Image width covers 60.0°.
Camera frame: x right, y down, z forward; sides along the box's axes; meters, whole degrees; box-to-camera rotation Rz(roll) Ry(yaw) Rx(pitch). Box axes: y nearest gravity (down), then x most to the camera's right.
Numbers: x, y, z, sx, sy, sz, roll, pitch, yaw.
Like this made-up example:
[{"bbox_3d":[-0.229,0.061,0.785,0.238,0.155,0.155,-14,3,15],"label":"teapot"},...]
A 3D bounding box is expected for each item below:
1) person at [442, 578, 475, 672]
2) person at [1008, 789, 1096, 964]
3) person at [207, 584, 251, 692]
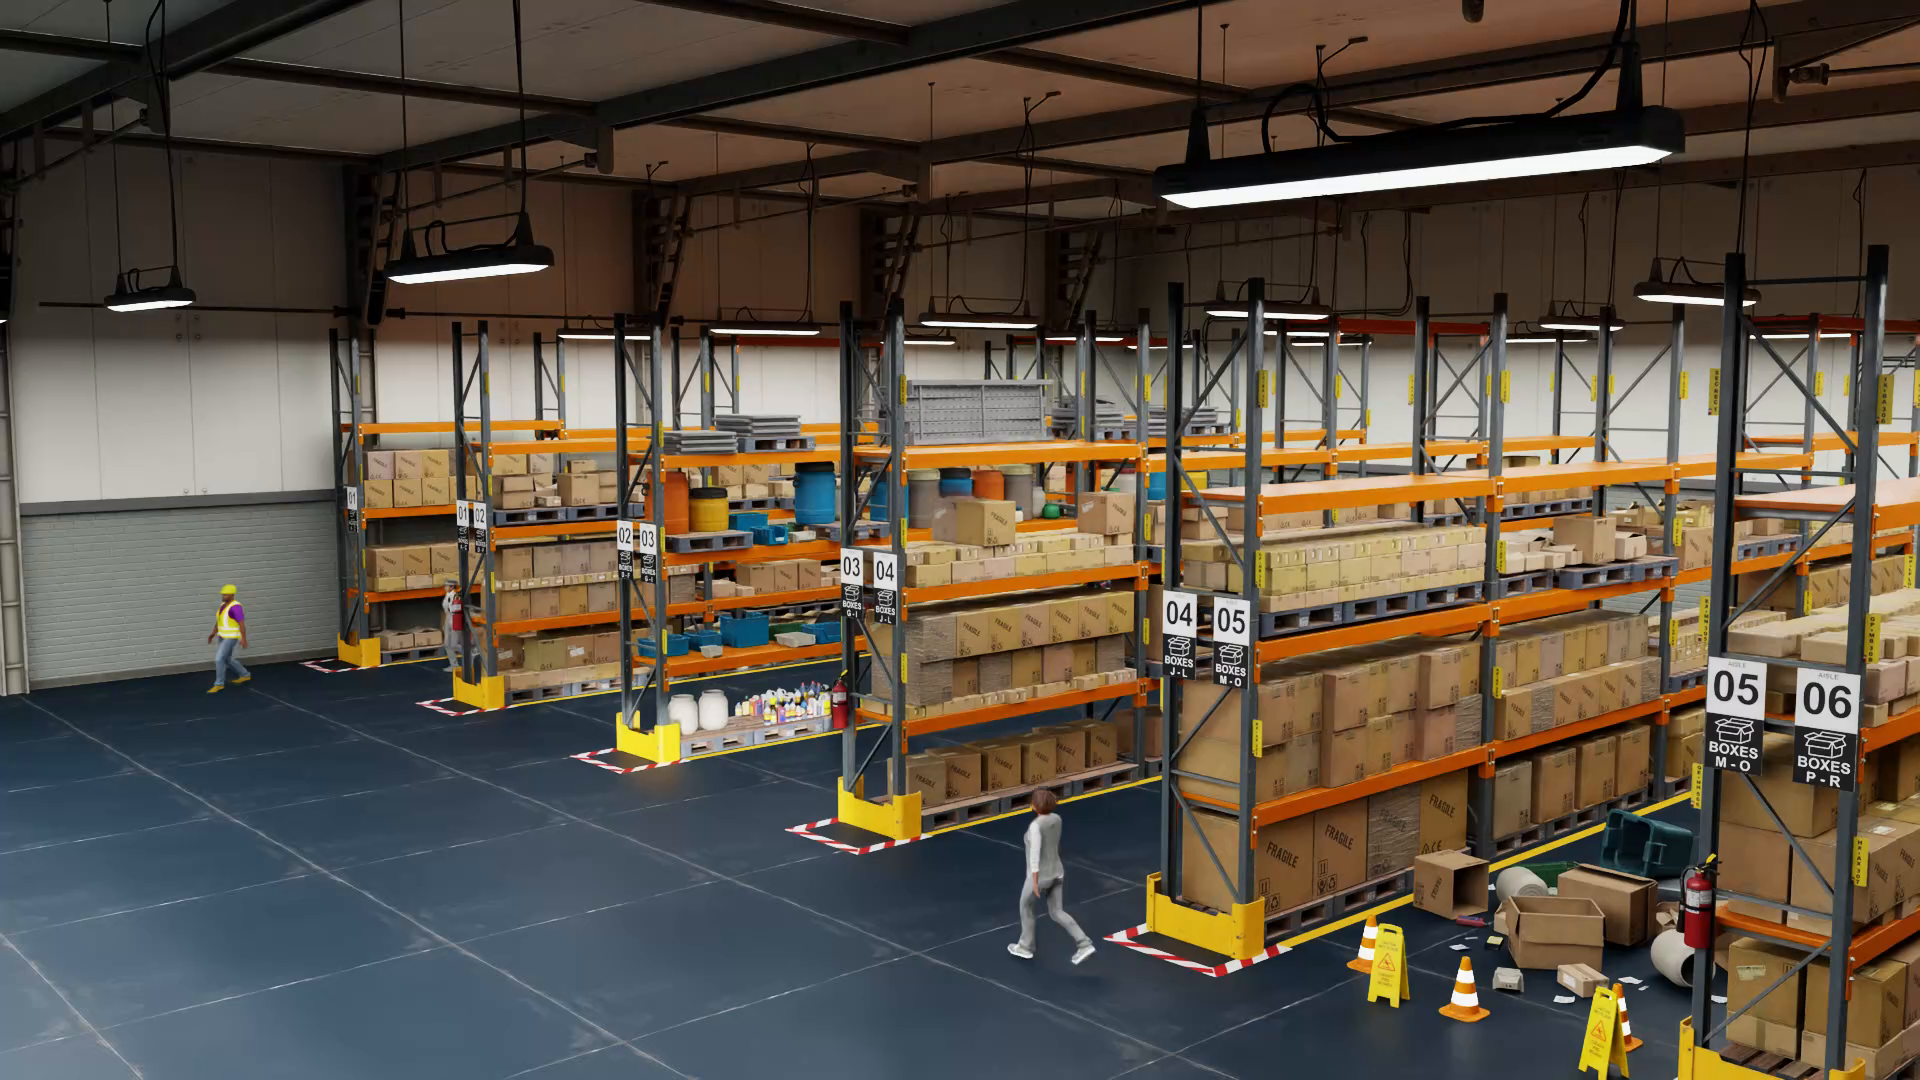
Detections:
[{"bbox_3d":[-8.806,1.472,29.174,0.550,1.660,0.583,-5,7,-40],"label":"person"},{"bbox_3d":[0.782,2.993,14.535,0.922,1.449,0.430,4,7,38],"label":"person"},{"bbox_3d":[-12.059,1.609,27.405,0.665,1.765,0.773,5,7,40],"label":"person"}]
